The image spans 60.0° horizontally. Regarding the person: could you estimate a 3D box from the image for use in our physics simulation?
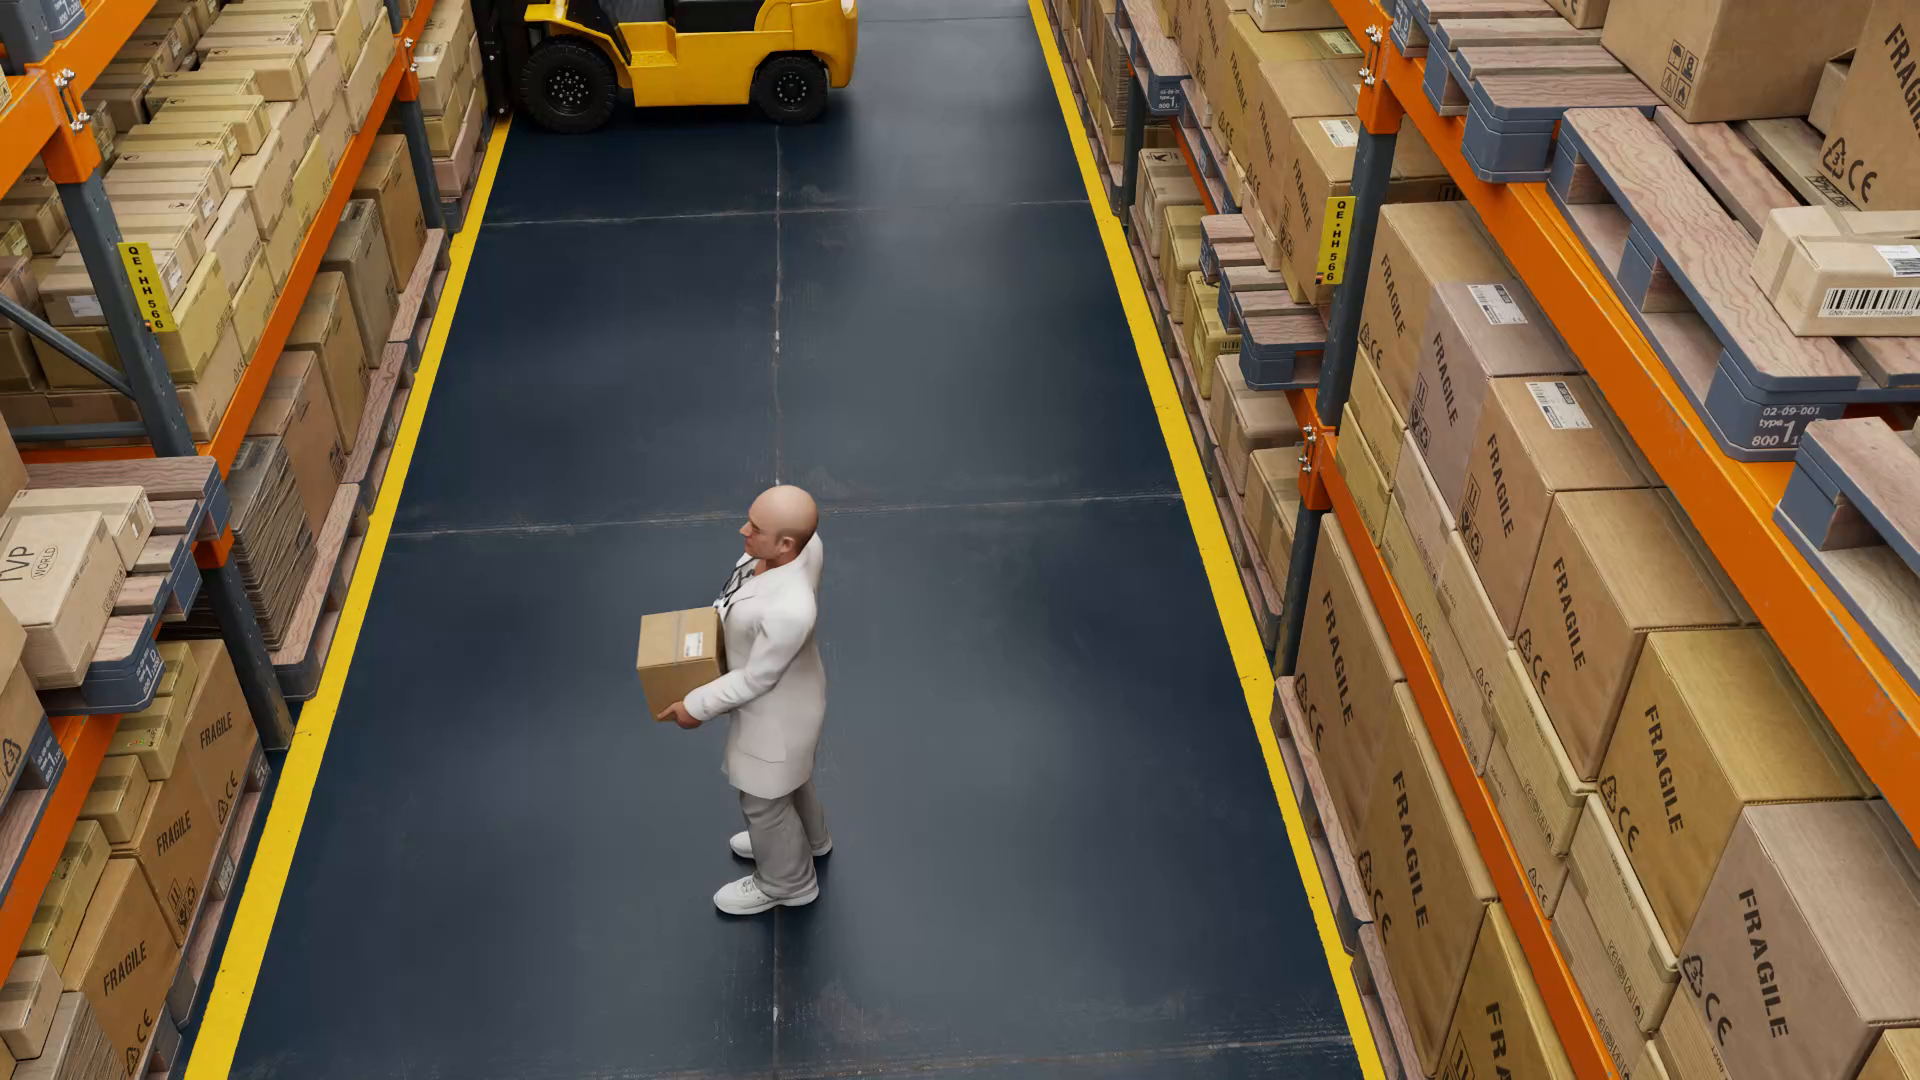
[{"bbox_3d":[-0.701,0.575,5.518,0.555,1.681,0.530,-3,39,-4],"label":"person"}]
